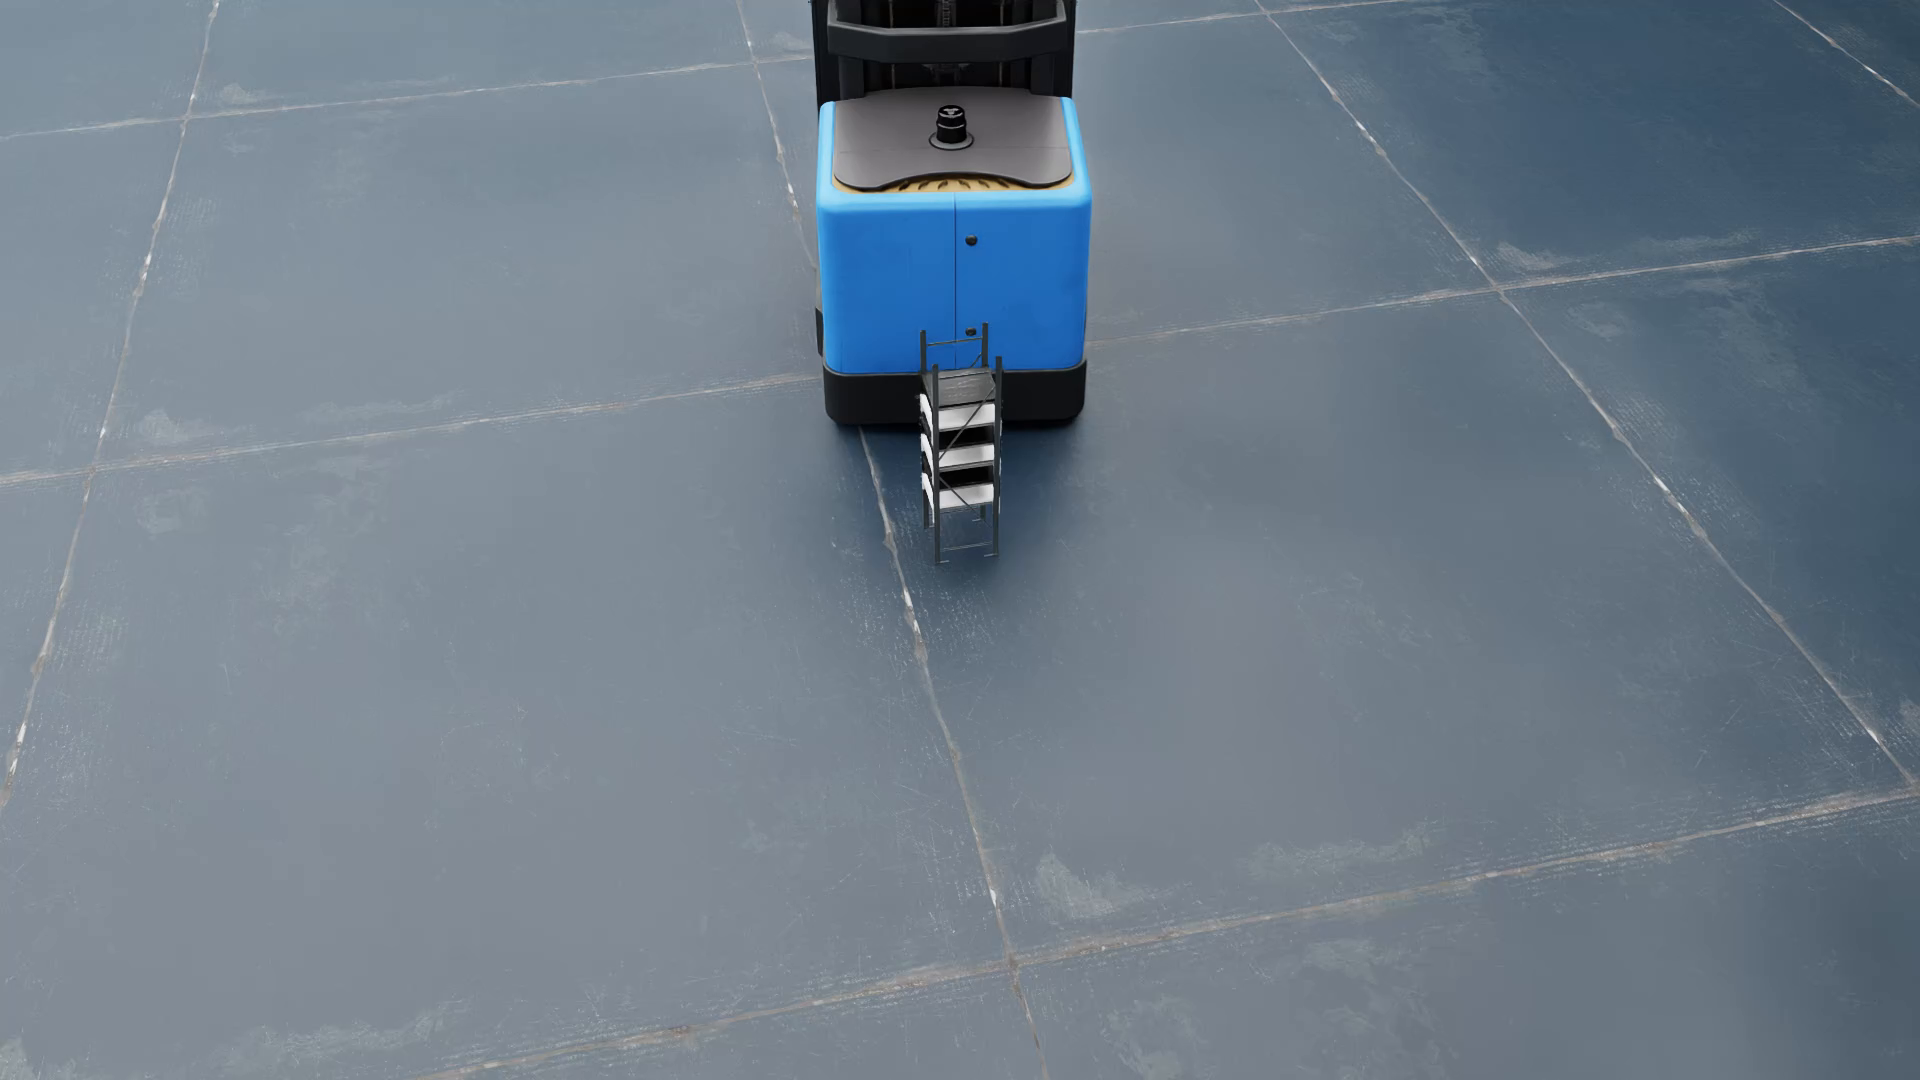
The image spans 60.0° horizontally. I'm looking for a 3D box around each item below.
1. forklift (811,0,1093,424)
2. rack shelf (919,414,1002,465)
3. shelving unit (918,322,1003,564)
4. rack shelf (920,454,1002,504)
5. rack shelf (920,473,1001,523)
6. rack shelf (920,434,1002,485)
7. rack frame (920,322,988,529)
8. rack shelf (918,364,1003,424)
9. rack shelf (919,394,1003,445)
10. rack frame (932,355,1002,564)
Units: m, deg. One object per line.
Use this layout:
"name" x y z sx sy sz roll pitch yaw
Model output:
"forklift" -0.078 -2.521 6.882 1.130 2.935 3.031 -2 42 -2
"rack shelf" 0.002 -0.374 5.908 0.258 0.077 0.200 -8 42 -9
"shelving unit" 0.002 -0.331 5.945 0.258 0.900 0.210 -8 42 -9
"rack shelf" 0.002 -0.239 6.027 0.258 0.077 0.200 -8 42 -9
"rack shelf" 0.002 -0.172 6.087 0.258 0.077 0.200 -8 42 -9
"rack shelf" 0.002 -0.306 5.967 0.258 0.077 0.200 -8 42 -9
"rack frame" -0.020 -0.397 6.020 0.240 0.900 0.006 -8 42 -9
"rack shelf" 0.002 -0.508 5.788 0.258 0.077 0.200 -8 42 -9
"rack shelf" 0.002 -0.441 5.848 0.258 0.077 0.200 -8 42 -9
"rack frame" 0.024 -0.265 5.871 0.240 0.900 0.006 -8 42 -9
